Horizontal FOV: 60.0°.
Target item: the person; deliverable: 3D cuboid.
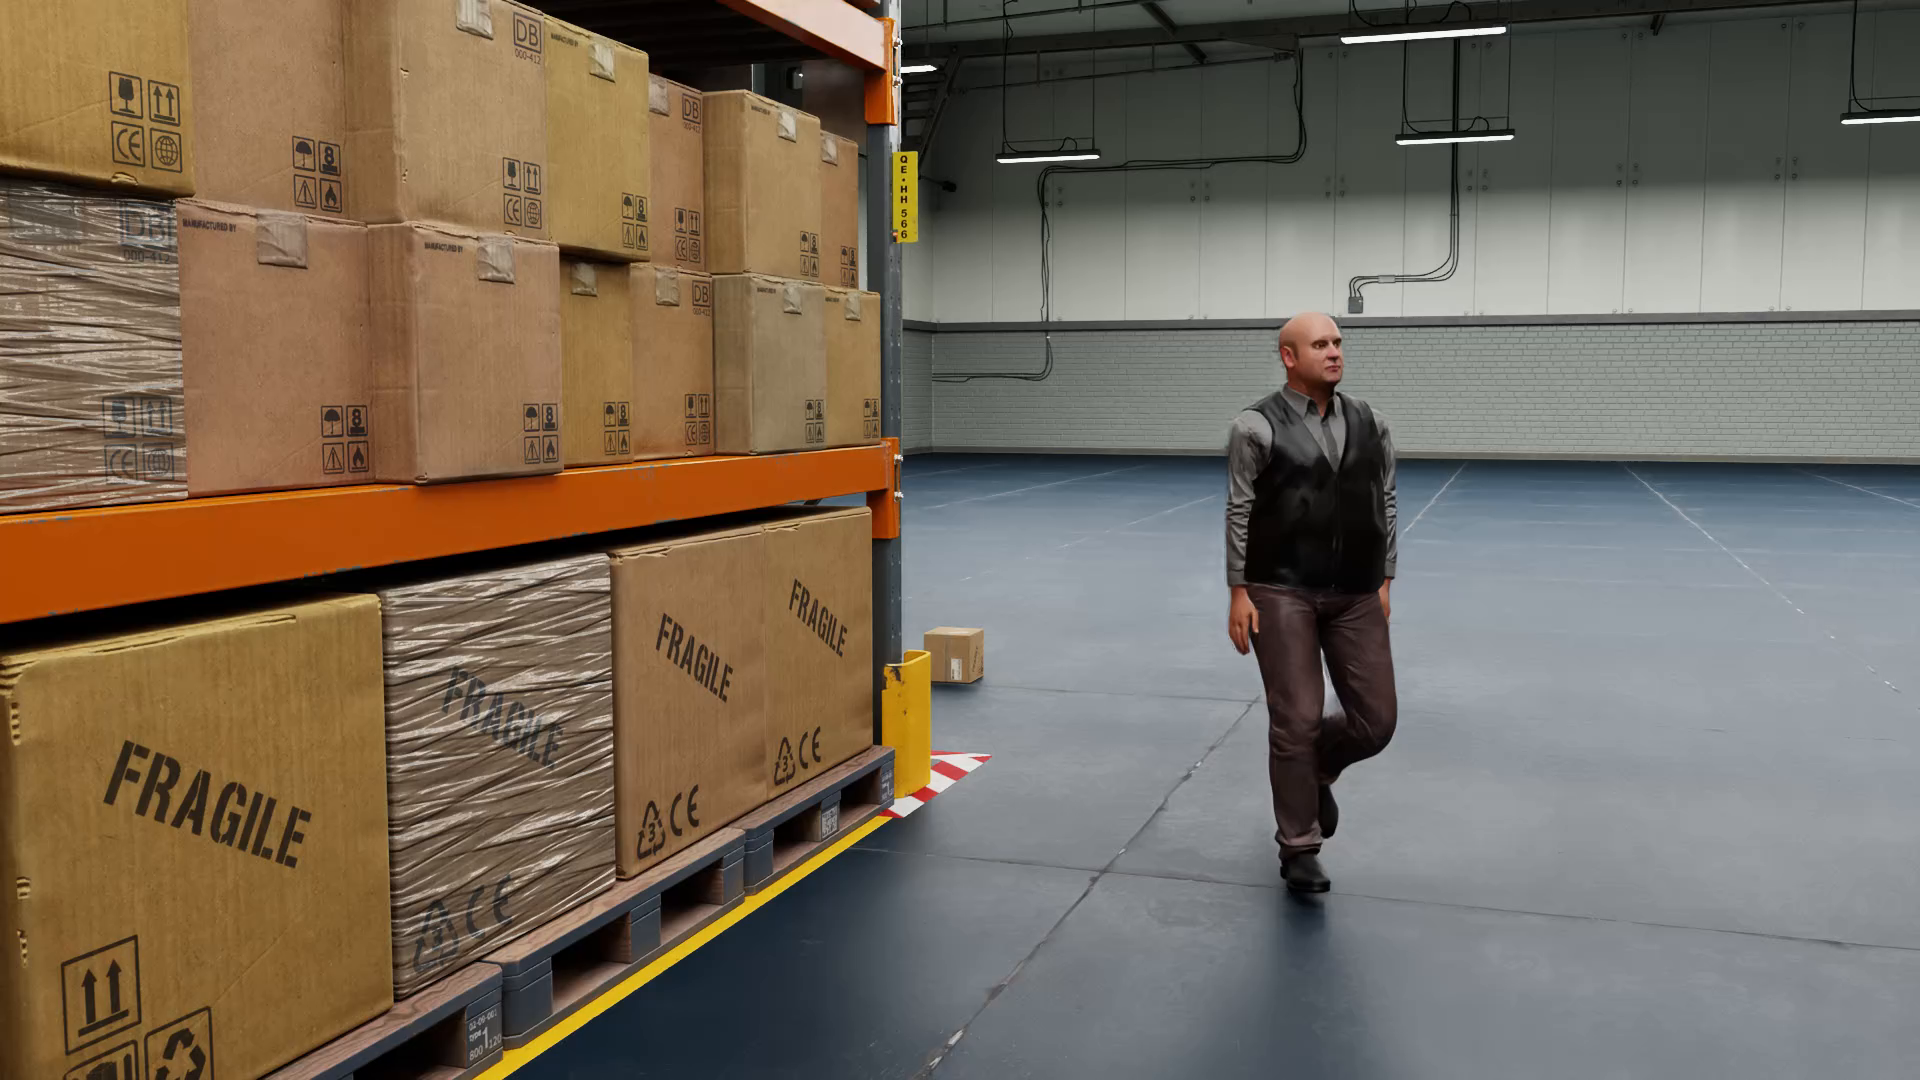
[{"bbox_3d":[1.066,0.167,5.072,0.542,1.709,0.633,-1,5,-12],"label":"person"}]
